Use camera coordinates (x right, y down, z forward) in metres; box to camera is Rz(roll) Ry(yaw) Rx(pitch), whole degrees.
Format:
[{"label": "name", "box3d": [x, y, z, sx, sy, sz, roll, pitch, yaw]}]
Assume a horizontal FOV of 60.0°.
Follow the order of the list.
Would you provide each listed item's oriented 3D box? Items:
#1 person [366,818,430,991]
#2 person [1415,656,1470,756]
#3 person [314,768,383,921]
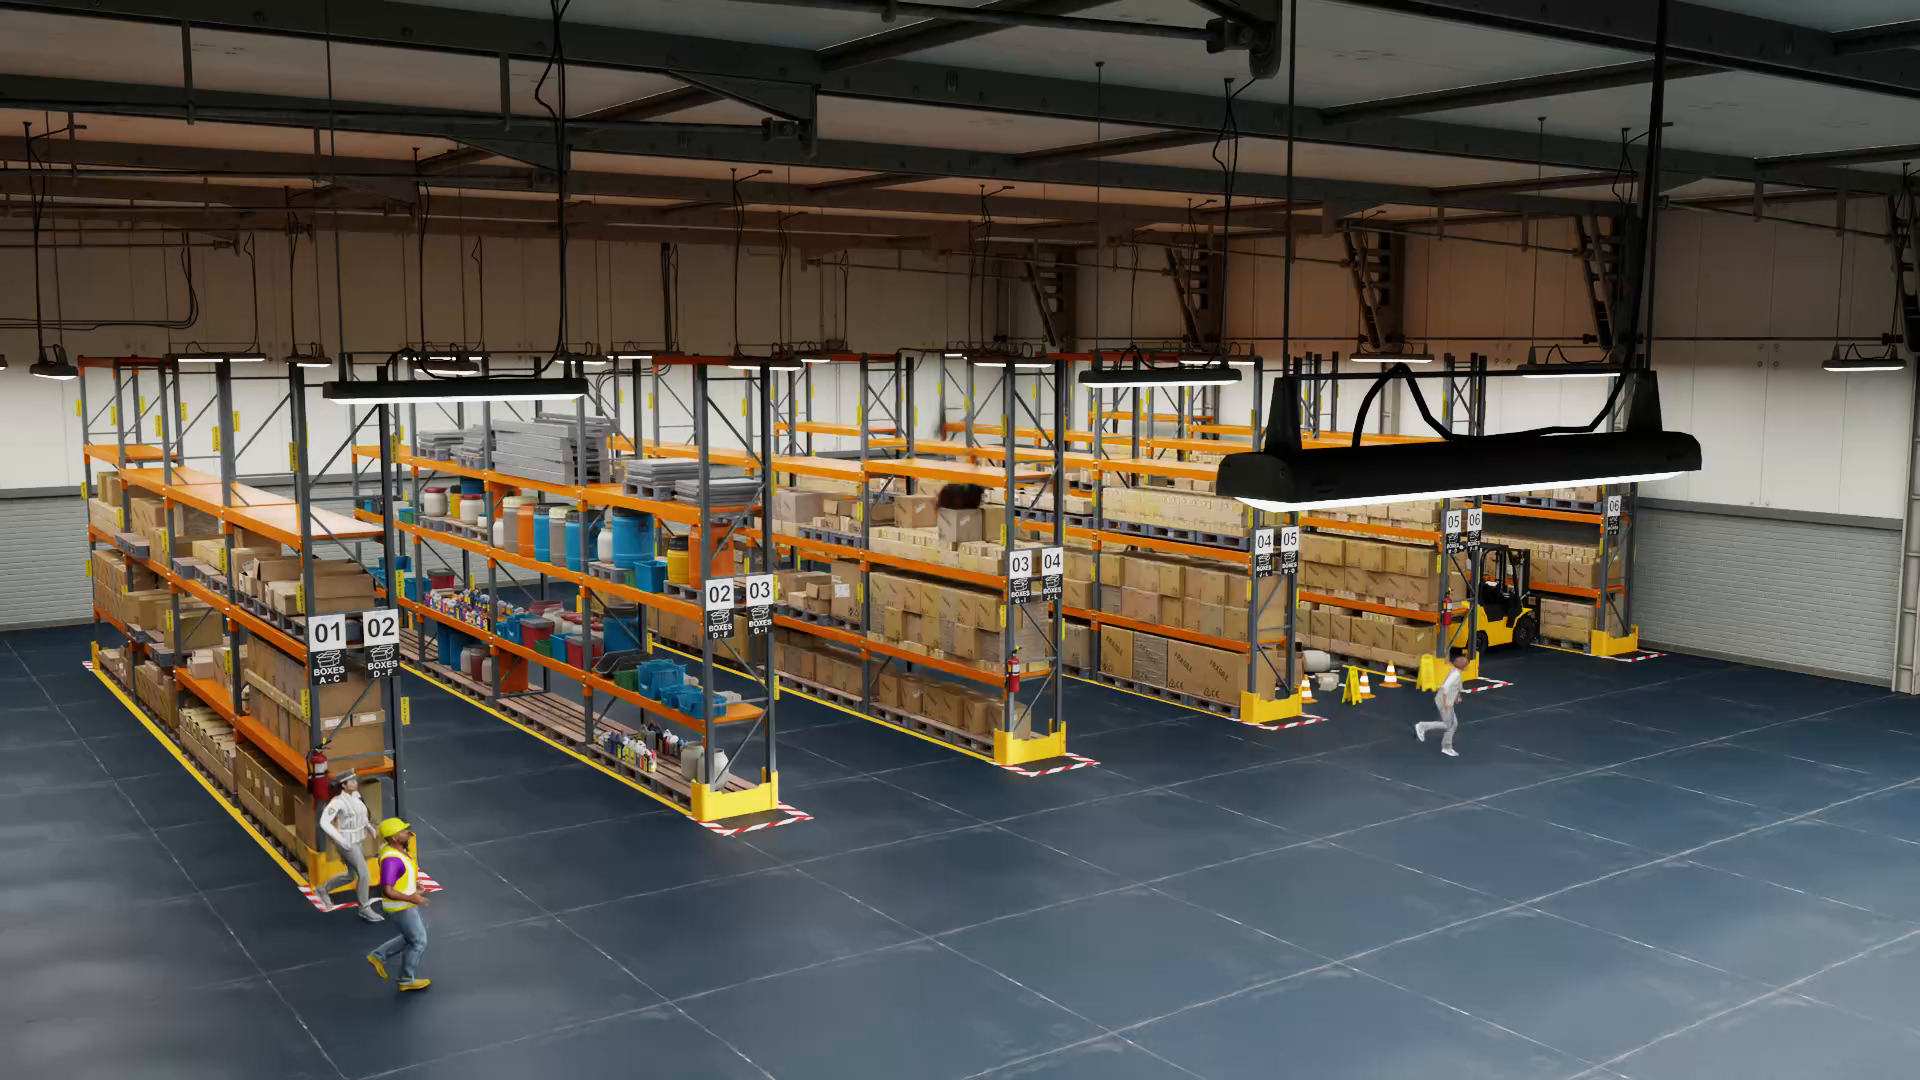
[{"label": "person", "box3d": [-5.460, 3.533, 16.120, 0.609, 1.715, 0.697, -2, 7, -18]}, {"label": "person", "box3d": [7.360, 2.524, 25.396, 0.768, 1.542, 0.536, 1, 7, 8]}, {"label": "person", "box3d": [-6.706, 3.316, 18.156, 0.790, 1.703, 0.629, 1, 7, 6]}]
